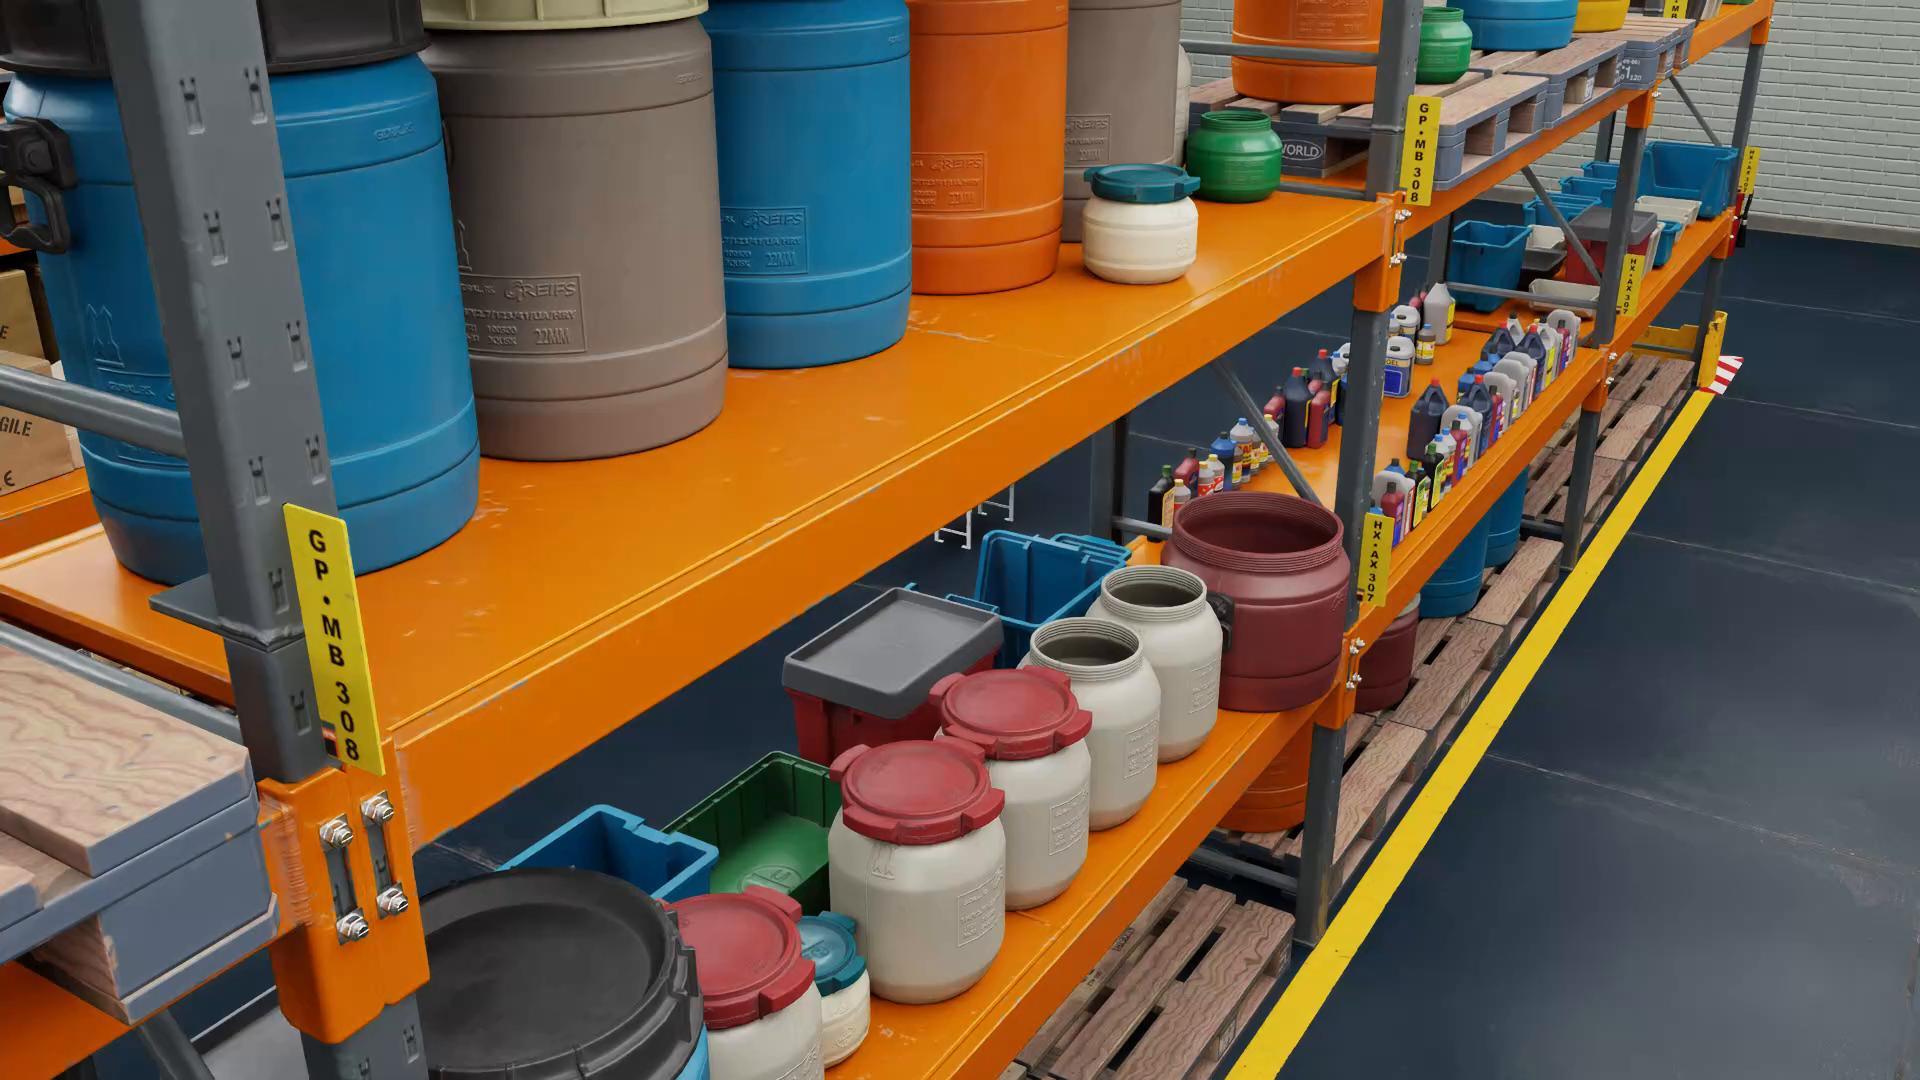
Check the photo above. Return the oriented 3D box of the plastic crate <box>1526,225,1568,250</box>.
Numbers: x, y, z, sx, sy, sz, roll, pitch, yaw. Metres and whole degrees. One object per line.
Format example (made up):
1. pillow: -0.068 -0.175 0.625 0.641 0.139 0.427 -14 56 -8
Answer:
1. plastic crate: 3.703 -1.877 10.567 0.293 0.136 0.466 14 27 29

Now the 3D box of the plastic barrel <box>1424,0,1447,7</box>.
1. plastic barrel: 1.737 -2.231 6.654 0.433 0.535 0.433 0 23 0

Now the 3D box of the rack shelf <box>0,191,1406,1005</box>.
1. rack shelf: -0.125 -0.341 3.893 1.077 0.370 4.000 14 27 29

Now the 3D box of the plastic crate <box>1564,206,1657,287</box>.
1. plastic crate: 3.724 -1.626 9.573 0.402 0.464 0.583 14 27 29

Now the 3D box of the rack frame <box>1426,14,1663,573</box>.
1. rack frame: 3.040 -1.320 9.023 1.000 3.000 0.127 14 27 29

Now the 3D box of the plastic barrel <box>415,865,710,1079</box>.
1. plastic barrel: -0.719 1.083 2.841 0.600 0.901 0.708 14 27 29

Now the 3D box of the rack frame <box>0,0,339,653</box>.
1. rack frame: -1.180 -1.373 1.594 1.000 3.000 0.127 14 27 29

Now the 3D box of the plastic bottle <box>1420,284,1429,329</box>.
1. plastic bottle: 2.484 -1.232 8.967 0.061 0.283 0.133 14 27 29

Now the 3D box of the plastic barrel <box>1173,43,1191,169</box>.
1. plastic barrel: 0.505 -1.357 5.193 0.421 0.512 0.421 0 23 0

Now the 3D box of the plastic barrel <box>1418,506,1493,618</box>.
1. plastic barrel: 2.365 -0.131 8.389 0.600 0.901 0.708 14 27 29

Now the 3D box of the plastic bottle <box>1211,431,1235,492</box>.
1. plastic bottle: 1.081 -0.316 6.865 0.097 0.271 0.097 0 23 0

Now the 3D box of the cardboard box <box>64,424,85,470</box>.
1. cardboard box: -3.901 -0.452 7.334 0.380 0.149 0.250 16 28 33

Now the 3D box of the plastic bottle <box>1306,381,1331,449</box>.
1. plastic bottle: 1.603 -0.560 7.415 0.061 0.283 0.133 14 27 29

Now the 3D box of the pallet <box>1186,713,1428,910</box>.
1. pallet: 1.310 1.035 7.094 1.003 0.211 1.213 14 27 29

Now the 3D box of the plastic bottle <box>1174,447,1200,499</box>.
1. plastic bottle: 0.902 -0.220 6.630 0.061 0.283 0.133 14 27 29

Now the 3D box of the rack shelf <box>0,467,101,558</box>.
1. rack shelf: -4.332 -0.004 6.889 1.077 0.370 4.000 14 27 29

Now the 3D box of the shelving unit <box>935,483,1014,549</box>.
1. shelving unit: 0.087 -0.606 9.641 0.258 1.200 0.503 14 27 29

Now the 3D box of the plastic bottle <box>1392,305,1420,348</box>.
1. plastic bottle: 2.279 -1.063 8.586 0.152 0.276 0.135 14 27 29

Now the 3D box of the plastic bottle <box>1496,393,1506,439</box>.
1. plastic bottle: 2.416 -0.566 7.532 0.097 0.201 0.097 0 23 0

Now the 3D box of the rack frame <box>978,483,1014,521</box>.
1. rack frame: 0.216 -0.689 9.831 0.240 1.200 0.015 14 27 29

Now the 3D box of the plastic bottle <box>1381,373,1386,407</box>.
1. plastic bottle: 1.977 -0.742 7.938 0.097 0.201 0.097 0 23 0

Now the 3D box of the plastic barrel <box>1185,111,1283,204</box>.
1. plastic barrel: 0.843 -1.181 5.122 0.294 0.245 0.294 0 23 0

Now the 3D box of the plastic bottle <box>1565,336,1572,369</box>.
1. plastic bottle: 3.068 -0.983 8.495 0.097 0.201 0.097 0 23 0

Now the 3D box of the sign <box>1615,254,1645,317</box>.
1. sign: 3.506 -1.331 8.701 0.100 0.325 0.005 14 27 29

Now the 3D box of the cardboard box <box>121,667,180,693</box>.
1. cardboard box: -3.884 0.632 7.446 0.500 0.250 0.500 15 27 30

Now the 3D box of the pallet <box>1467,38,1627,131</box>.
1. pallet: 2.113 -1.941 6.921 1.003 0.211 1.213 14 27 29

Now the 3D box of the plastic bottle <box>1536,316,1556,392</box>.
1. plastic bottle: 2.833 -0.919 8.158 0.144 0.351 0.185 14 27 29

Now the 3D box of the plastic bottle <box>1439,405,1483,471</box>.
1. plastic bottle: 2.164 -0.459 7.192 0.152 0.276 0.135 14 27 29

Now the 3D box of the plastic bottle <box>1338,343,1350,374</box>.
1. plastic bottle: 1.861 -0.796 7.969 0.152 0.276 0.135 14 27 29

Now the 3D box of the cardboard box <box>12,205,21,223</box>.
1. cardboard box: -6.736 -2.268 11.505 0.380 0.149 0.250 14 27 28

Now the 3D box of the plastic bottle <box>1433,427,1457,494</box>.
1. plastic bottle: 2.004 -0.334 6.909 0.097 0.271 0.097 0 23 0

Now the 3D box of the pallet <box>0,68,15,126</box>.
1. pallet: -4.146 -1.673 6.301 1.003 0.211 1.213 15 28 31

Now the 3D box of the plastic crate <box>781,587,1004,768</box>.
1. plastic crate: -0.183 0.482 4.780 0.402 0.464 0.583 14 27 29

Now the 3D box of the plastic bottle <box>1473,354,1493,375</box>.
1. plastic bottle: 2.461 -0.741 7.848 0.097 0.271 0.097 0 23 0

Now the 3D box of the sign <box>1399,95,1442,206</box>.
1. sign: 1.401 -1.186 5.069 0.100 0.325 0.005 14 27 29

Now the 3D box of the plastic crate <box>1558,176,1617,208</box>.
1. plastic crate: 4.392 -2.384 11.617 0.416 0.233 0.300 14 27 29

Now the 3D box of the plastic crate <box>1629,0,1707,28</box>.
1. plastic crate: 3.928 -2.998 9.289 0.497 0.269 0.590 14 27 29

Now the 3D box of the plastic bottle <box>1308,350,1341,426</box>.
1. plastic bottle: 1.671 -0.711 7.680 0.144 0.351 0.185 14 27 29

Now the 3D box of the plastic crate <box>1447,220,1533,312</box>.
1. plastic crate: 2.996 -1.569 9.544 0.392 0.384 0.575 14 27 29

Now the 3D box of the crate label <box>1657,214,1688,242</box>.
1. crate label: 4.582 -2.069 11.011 0.396 0.136 0.243 14 27 29

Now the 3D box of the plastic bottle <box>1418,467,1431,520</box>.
1. plastic bottle: 1.831 -0.192 6.667 0.097 0.201 0.097 0 23 0

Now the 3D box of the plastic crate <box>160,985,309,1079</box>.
1. plastic crate: -1.185 1.123 3.299 0.402 0.464 0.583 14 27 29

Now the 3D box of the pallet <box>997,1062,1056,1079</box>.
1. pallet: -0.156 1.973 4.926 1.003 0.211 1.213 14 27 29

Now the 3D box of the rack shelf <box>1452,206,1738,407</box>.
1. rack shelf: 4.095 -1.665 10.726 1.077 0.370 4.000 14 27 29

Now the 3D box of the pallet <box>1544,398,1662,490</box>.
1. pallet: 4.037 -0.710 11.124 1.003 0.211 1.213 14 27 29

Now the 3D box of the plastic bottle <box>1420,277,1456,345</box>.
1. plastic bottle: 2.557 -1.233 8.884 0.144 0.351 0.185 14 27 29

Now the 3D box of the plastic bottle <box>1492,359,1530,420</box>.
1. plastic bottle: 2.577 -0.723 7.801 0.152 0.276 0.135 14 27 29

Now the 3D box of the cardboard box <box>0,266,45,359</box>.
1. cardboard box: -6.988 -1.473 11.554 0.750 0.750 0.750 13 27 28

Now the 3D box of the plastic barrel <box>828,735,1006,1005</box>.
1. plastic barrel: -0.102 0.793 3.971 0.433 0.535 0.433 0 23 0

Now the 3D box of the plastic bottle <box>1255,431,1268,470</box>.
1. plastic bottle: 1.287 -0.415 7.183 0.097 0.201 0.097 0 23 0

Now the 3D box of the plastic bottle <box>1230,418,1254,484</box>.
1. plastic bottle: 1.184 -0.381 7.017 0.097 0.271 0.097 0 23 0

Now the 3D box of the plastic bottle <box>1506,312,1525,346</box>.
1. plastic bottle: 2.710 -0.949 8.228 0.144 0.351 0.185 14 27 29

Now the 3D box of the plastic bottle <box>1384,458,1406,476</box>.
1. plastic bottle: 1.709 -0.191 6.579 0.097 0.271 0.097 0 23 0

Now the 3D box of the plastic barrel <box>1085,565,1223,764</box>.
1. plastic barrel: 0.568 0.371 4.977 0.421 0.512 0.421 0 23 0

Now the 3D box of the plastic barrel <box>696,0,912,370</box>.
1. plastic barrel: -0.406 -0.885 3.612 0.600 0.901 0.708 14 27 29

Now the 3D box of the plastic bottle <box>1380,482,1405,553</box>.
1. plastic bottle: 1.645 -0.096 6.343 0.061 0.283 0.133 14 27 29
